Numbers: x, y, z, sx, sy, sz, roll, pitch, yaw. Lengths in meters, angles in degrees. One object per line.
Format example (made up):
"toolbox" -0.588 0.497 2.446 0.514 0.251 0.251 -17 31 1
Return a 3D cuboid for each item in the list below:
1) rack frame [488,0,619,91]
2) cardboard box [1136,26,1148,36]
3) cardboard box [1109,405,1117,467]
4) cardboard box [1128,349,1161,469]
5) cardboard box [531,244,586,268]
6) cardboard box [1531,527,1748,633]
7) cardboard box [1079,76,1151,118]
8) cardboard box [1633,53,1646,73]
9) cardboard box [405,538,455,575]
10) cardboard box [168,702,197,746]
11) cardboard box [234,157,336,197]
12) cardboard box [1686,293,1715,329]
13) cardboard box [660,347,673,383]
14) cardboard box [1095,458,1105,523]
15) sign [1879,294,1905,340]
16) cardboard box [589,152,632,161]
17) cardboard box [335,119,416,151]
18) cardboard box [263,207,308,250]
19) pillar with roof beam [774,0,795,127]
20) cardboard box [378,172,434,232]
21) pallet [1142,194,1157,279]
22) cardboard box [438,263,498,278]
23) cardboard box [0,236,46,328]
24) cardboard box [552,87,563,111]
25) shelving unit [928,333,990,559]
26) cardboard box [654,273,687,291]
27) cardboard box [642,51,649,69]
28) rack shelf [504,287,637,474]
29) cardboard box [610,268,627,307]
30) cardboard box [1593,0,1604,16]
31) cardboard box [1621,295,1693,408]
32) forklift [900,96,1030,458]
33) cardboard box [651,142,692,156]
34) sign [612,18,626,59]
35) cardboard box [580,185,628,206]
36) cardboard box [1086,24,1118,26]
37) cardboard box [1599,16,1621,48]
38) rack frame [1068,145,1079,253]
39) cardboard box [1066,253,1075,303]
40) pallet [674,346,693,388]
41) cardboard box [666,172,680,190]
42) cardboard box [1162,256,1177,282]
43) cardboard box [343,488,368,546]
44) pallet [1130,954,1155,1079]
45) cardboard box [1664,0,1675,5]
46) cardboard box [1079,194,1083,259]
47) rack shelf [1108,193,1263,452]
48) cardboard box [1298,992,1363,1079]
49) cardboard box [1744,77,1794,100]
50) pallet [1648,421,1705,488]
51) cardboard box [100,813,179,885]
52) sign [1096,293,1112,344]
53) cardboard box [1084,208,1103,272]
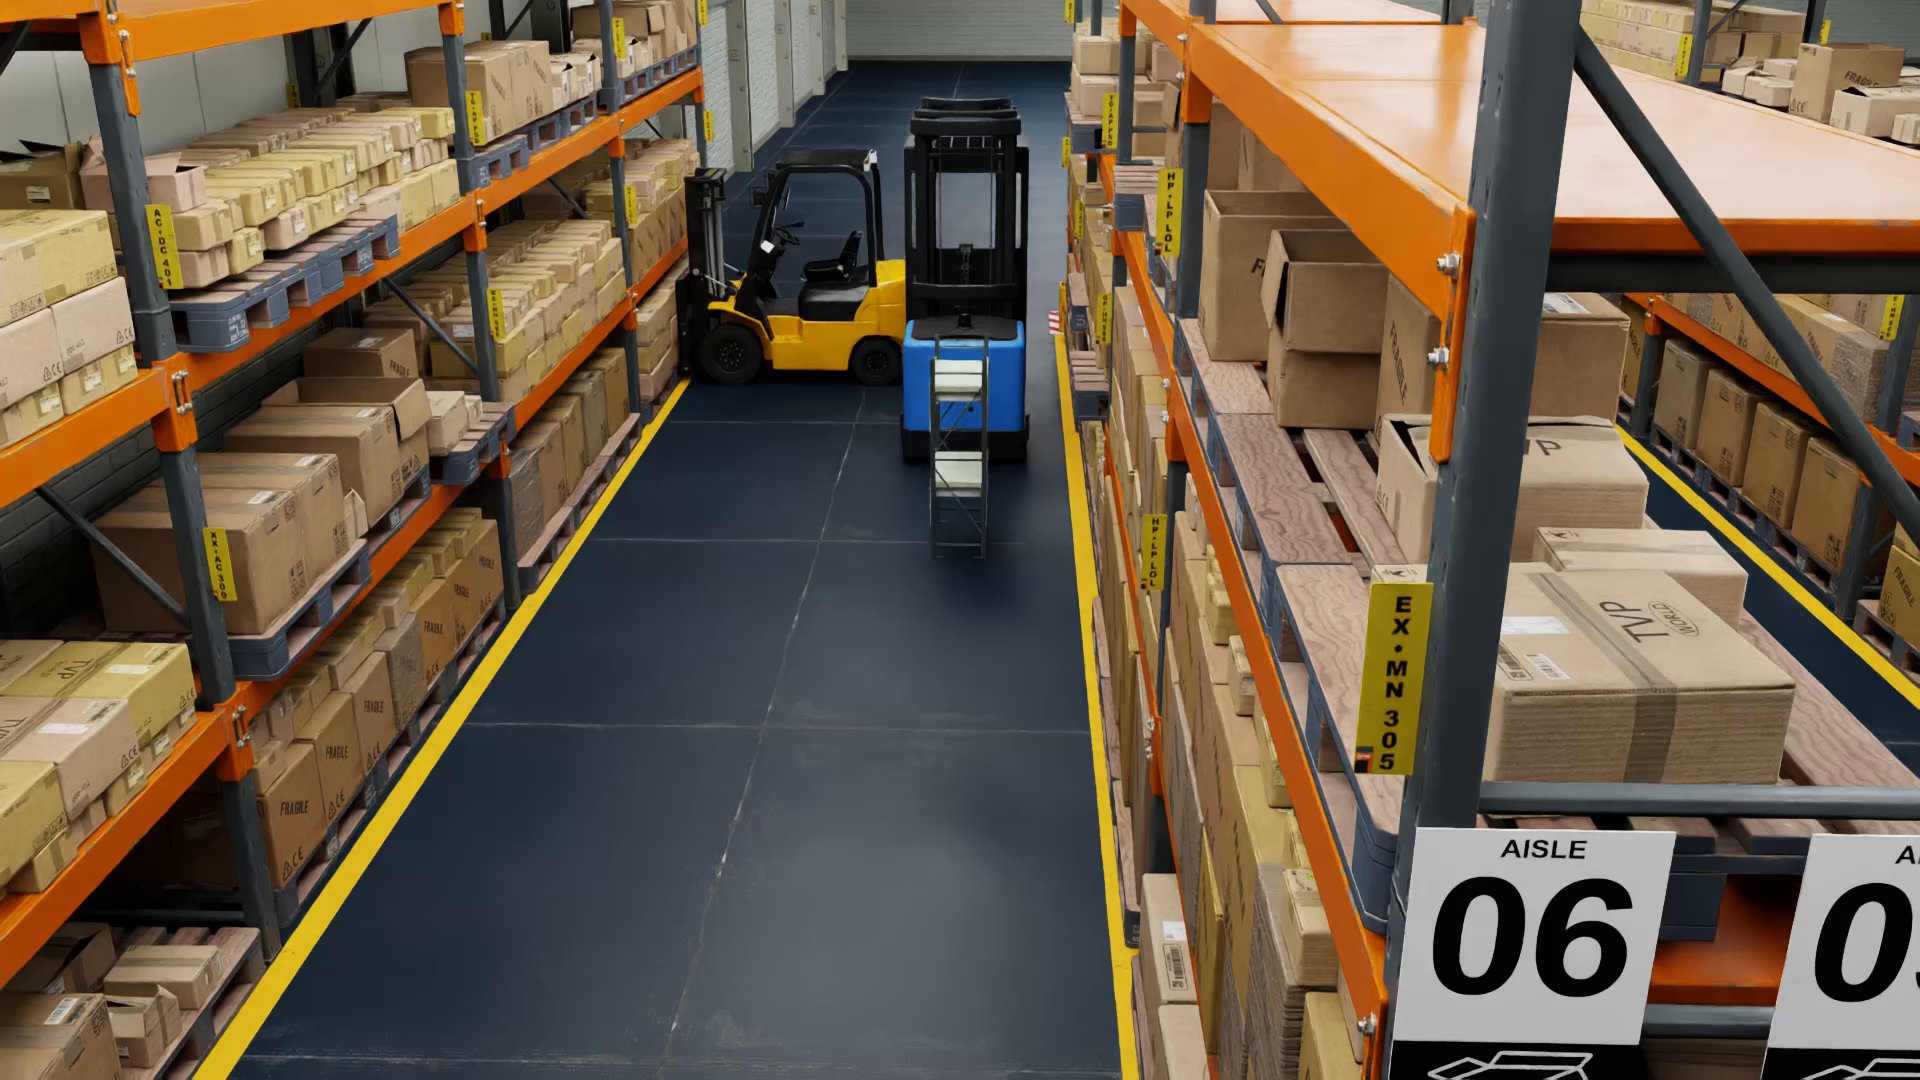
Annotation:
"rack frame" -3.385 -5.187 13.457 1.000 3.000 0.127 1 21 2
"cardboard box" 1.840 -4.852 15.984 0.380 0.149 0.250 0 21 0
"cardboard box" 1.189 -0.646 10.256 0.500 0.250 0.500 0 21 1
"cardboard box" 1.140 -0.679 8.612 0.500 0.500 0.500 1 21 2
"cardboard box" -3.169 -2.241 13.123 0.380 0.149 0.250 0 21 0
"cardboard box" 1.475 0.087 3.639 0.380 0.149 0.250 1 21 4
"cardboard box" 1.151 -3.289 12.338 0.500 0.250 0.500 0 21 1
"cardboard box" 6.241 -4.255 14.830 0.380 0.149 0.250 1 21 2
"cardboard box" -3.298 0.098 10.107 0.380 0.149 0.250 0 21 0
"cardboard box" -3.385 0.738 6.828 0.380 0.149 0.250 1 21 2
"cardboard box" -3.210 -1.730 7.911 0.380 0.149 0.250 1 21 2
"cardboard box" 6.228 -1.996 13.388 0.500 0.500 0.500 1 21 2
"cardboard box" -3.039 -1.659 15.879 0.500 0.250 0.500 0 21 0
"cardboard box" 1.497 -0.332 12.291 0.950 0.372 0.625 0 21 1
"sign" 5.851 -1.417 10.434 0.100 0.325 0.005 1 21 2
"cardboard box" -3.528 -3.830 16.808 0.380 0.149 0.250 1 21 3
"cardboard box" -3.292 -2.279 9.353 0.380 0.149 0.250 0 21 0
"cardboard box" -3.176 -1.401 7.476 0.380 0.149 0.250 1 21 2
"pillar with roof beam" 0.665 -12.852 33.212 9.100 9.000 0.400 1 21 2
"cardboard box" -3.294 -1.902 9.346 0.500 0.250 0.500 1 21 2
"pallet" 1.457 -1.563 8.525 1.003 0.211 1.213 2 21 4
"cardboard box" -3.671 -1.968 12.419 0.380 0.149 0.250 1 21 3
"cardboard box" -3.410 -0.829 5.477 0.500 0.250 0.500 0 21 1
"cardboard box" -3.138 -3.234 12.199 0.380 0.149 0.250 0 21 1
"shelving unit" 0.000 -0.702 12.264 0.431 1.500 0.755 1 21 2
"cardboard box" -3.003 -2.496 16.654 0.500 0.250 0.500 0 21 1
"cardboard box" -3.044 -4.351 15.077 0.380 0.149 0.250 1 21 3
"rack shelf" -3.446 -1.332 12.809 1.077 0.370 4.000 1 21 2
"cardboard box" -3.139 -2.135 14.092 0.500 0.250 0.500 1 21 3
"cardboard box" 6.281 -5.084 15.864 0.380 0.149 0.250 0 21 1
"cardboard box" 6.617 -1.751 15.251 0.875 0.875 0.875 1 21 2
"forklift" 0.061 -2.544 15.034 1.130 2.935 3.031 0 21 1
"cardboard box" -3.040 -4.103 17.510 0.380 0.149 0.250 1 21 2
"sign" -2.842 -4.174 13.843 0.100 0.325 0.005 1 21 2
"cardboard box" -3.179 -3.086 14.888 0.380 0.149 0.250 1 21 2
"cardboard box" 1.429 -4.948 16.234 0.380 0.149 0.250 1 21 1
"cardboard box" 6.333 -4.756 15.570 0.500 0.250 0.500 1 21 1
"rack frame" 1.698 -3.783 18.132 1.000 3.000 0.127 1 21 2
"cardboard box" 1.397 -2.749 17.652 0.500 0.500 0.500 0 21 0
"pallet" -3.284 -1.820 16.926 1.003 0.211 1.213 1 21 2
"cardboard box" -3.008 -3.593 16.607 0.380 0.149 0.250 1 21 2
"cardboard box" 1.150 -1.318 7.175 0.500 0.311 0.500 1 21 2
"cardboard box" -3.202 -0.129 8.319 0.396 0.266 0.258 2 21 4
"pallet" 1.232 2.130 6.748 1.003 0.211 1.213 1 21 2
"cardboard box" 6.939 -5.075 15.842 0.380 0.149 0.250 0 21 1
"cardboard box" 1.350 -2.872 15.234 0.500 0.500 0.500 1 21 3
"rack shelf" 1.394 -1.230 8.401 1.077 0.370 4.000 1 21 2
"cardboard box" 0.988 1.312 3.480 0.500 0.500 0.500 1 21 3
"cardboard box" 6.248 -3.470 12.808 0.250 0.149 0.380 1 21 2
"pallet" 6.579 -0.739 14.142 1.003 0.211 1.213 1 21 2
"cardboard box" -3.909 1.291 7.929 0.500 0.500 0.500 1 21 1
"sign" 0.912 -1.396 10.489 0.100 0.325 0.005 1 21 2
"cardboard box" 1.261 -2.370 13.361 0.500 0.500 0.500 1 21 2
